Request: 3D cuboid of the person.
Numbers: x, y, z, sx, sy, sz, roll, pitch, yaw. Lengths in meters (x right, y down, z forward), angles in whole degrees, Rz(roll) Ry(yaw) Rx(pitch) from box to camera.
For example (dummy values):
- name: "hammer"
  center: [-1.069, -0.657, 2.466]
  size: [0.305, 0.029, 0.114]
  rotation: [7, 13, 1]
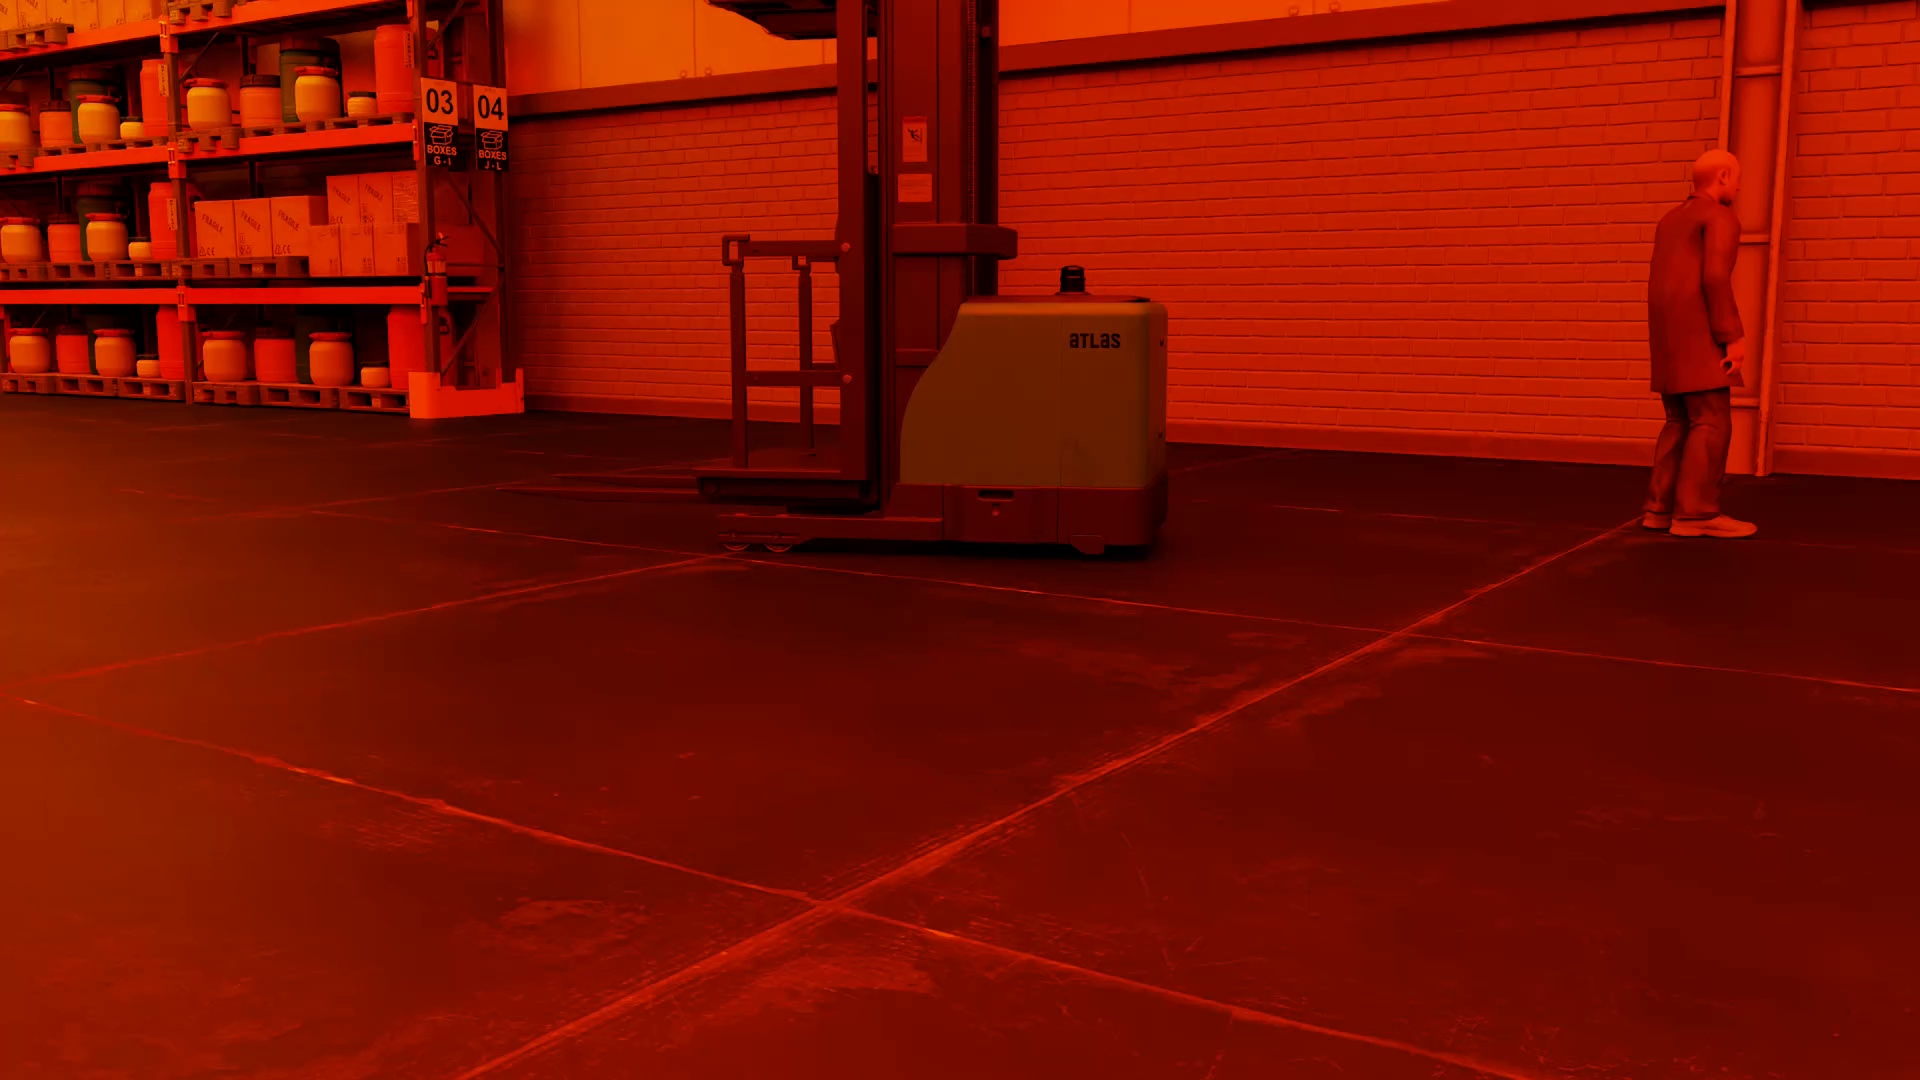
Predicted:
- name: "person"
  center: [3.464, -0.920, 7.771]
  size: [0.379, 1.774, 0.608]
  rotation: [-1, 8, -4]

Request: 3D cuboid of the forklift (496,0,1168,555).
- name: "forklift"
  center: [-0.596, -1.437, 7.525]
  size: [3.031, 2.867, 1.129]
  rotation: [2, 8, 12]
